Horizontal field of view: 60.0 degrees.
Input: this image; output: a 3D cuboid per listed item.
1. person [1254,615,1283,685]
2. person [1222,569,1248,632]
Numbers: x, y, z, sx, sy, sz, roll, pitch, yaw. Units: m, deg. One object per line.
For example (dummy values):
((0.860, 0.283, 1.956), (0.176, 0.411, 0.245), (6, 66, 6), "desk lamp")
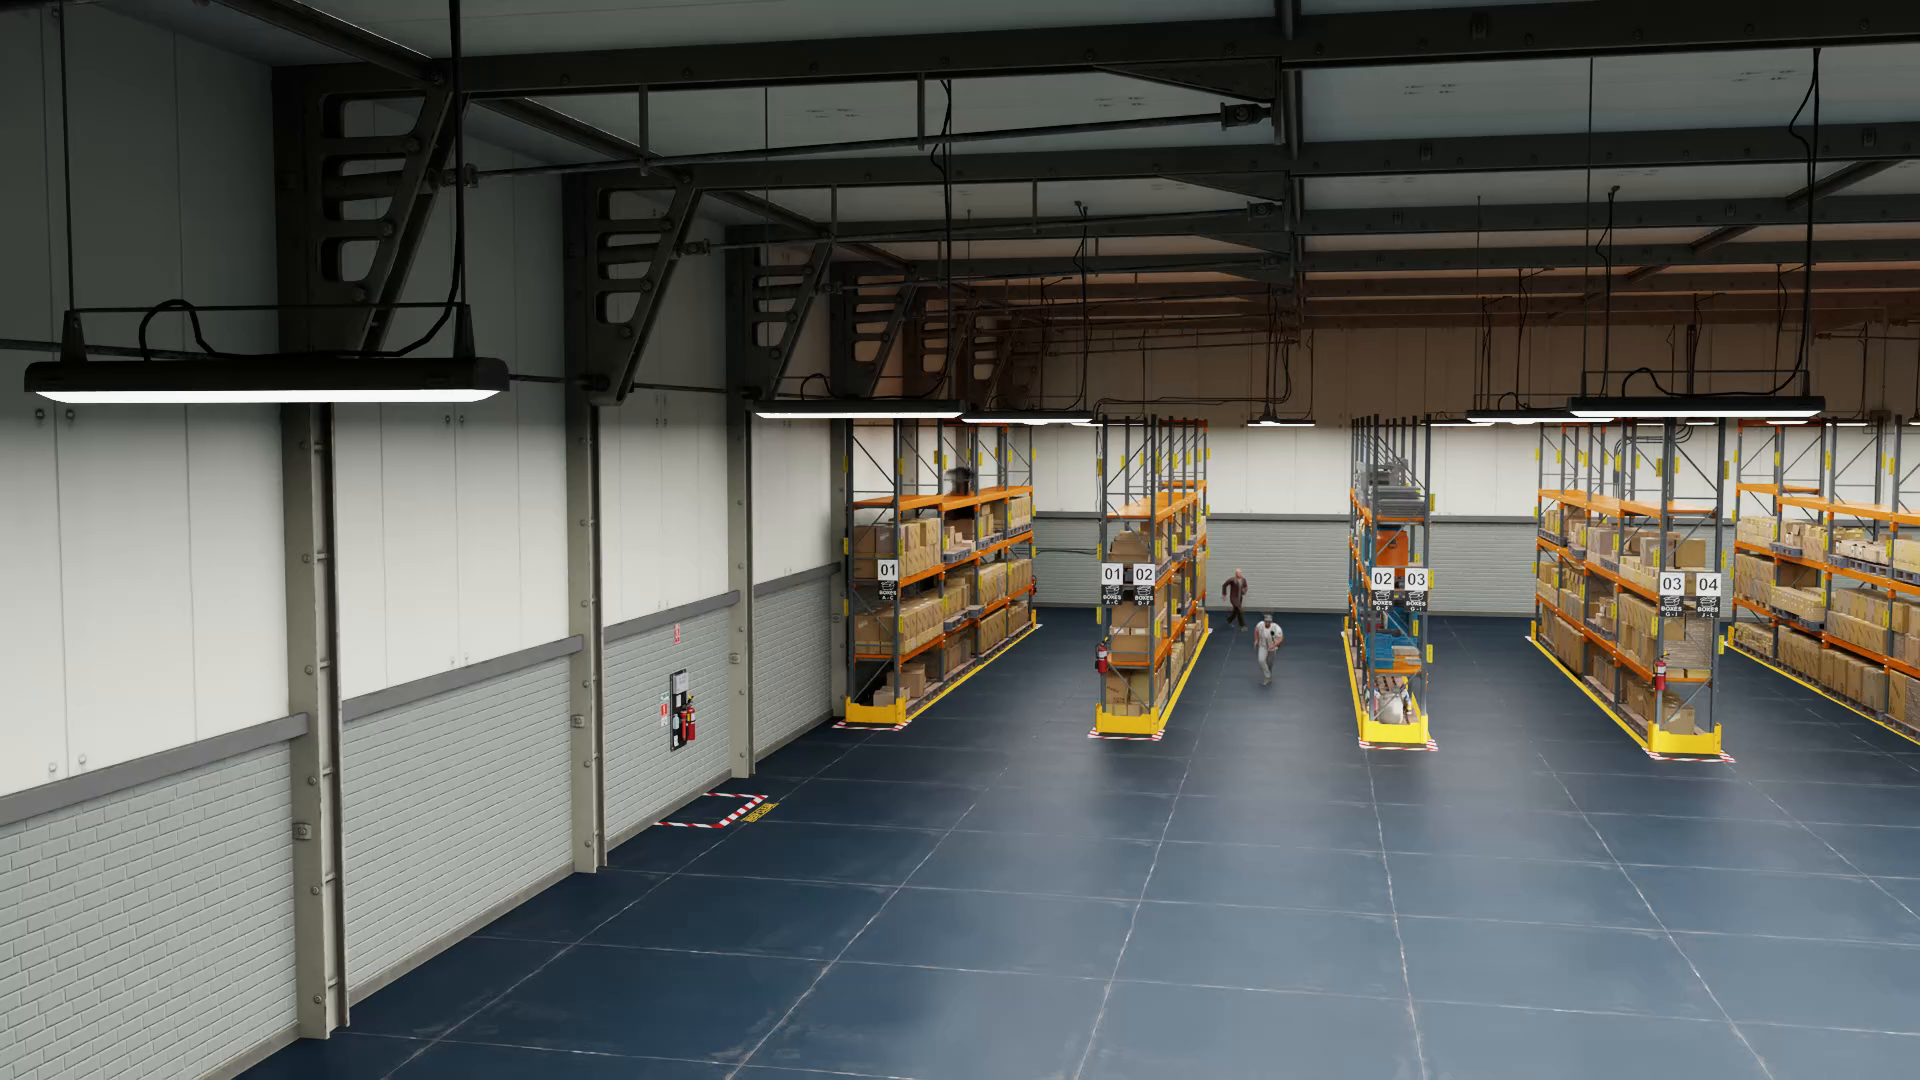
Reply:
((6.999, 2.435, 37.638), (0.663, 1.591, 1.105), (1, 4, 15), "person")
((7.834, 1.690, 47.422), (0.688, 1.771, 0.978), (-3, 5, -36), "person")
